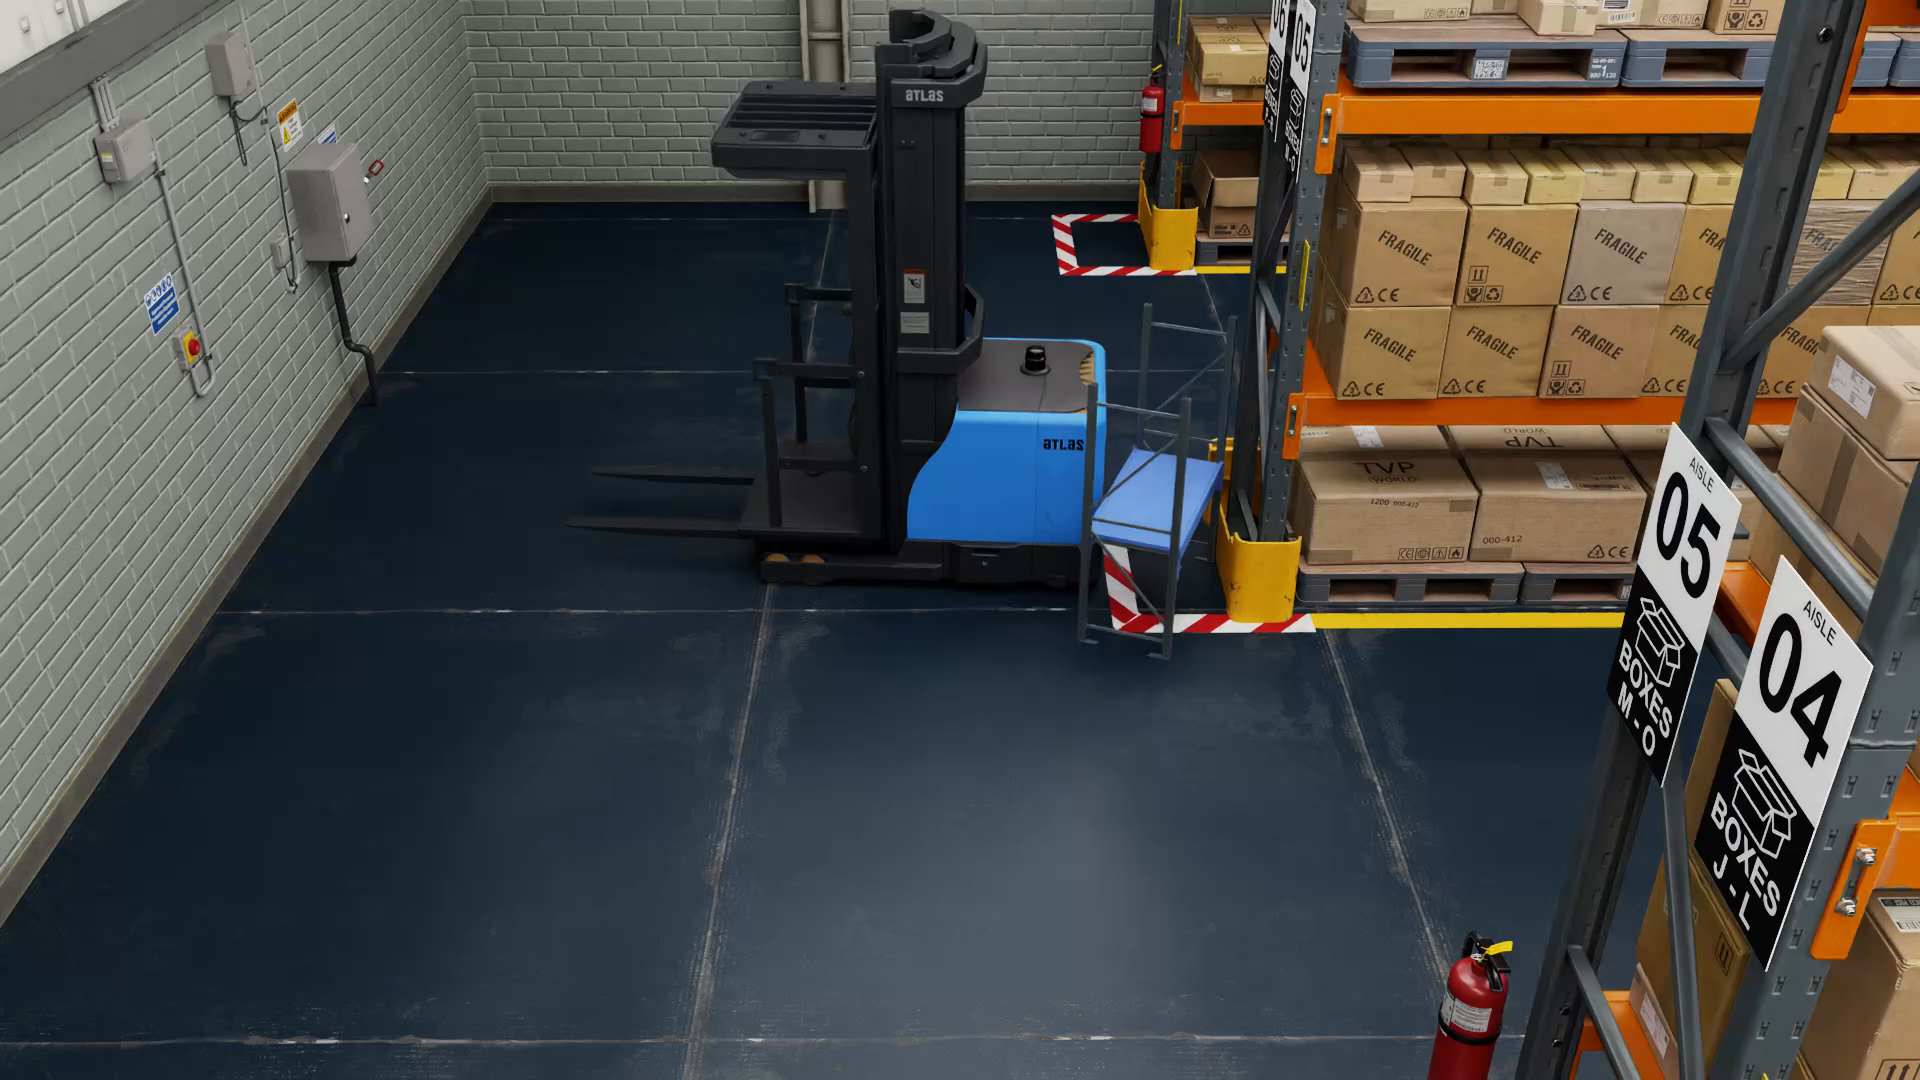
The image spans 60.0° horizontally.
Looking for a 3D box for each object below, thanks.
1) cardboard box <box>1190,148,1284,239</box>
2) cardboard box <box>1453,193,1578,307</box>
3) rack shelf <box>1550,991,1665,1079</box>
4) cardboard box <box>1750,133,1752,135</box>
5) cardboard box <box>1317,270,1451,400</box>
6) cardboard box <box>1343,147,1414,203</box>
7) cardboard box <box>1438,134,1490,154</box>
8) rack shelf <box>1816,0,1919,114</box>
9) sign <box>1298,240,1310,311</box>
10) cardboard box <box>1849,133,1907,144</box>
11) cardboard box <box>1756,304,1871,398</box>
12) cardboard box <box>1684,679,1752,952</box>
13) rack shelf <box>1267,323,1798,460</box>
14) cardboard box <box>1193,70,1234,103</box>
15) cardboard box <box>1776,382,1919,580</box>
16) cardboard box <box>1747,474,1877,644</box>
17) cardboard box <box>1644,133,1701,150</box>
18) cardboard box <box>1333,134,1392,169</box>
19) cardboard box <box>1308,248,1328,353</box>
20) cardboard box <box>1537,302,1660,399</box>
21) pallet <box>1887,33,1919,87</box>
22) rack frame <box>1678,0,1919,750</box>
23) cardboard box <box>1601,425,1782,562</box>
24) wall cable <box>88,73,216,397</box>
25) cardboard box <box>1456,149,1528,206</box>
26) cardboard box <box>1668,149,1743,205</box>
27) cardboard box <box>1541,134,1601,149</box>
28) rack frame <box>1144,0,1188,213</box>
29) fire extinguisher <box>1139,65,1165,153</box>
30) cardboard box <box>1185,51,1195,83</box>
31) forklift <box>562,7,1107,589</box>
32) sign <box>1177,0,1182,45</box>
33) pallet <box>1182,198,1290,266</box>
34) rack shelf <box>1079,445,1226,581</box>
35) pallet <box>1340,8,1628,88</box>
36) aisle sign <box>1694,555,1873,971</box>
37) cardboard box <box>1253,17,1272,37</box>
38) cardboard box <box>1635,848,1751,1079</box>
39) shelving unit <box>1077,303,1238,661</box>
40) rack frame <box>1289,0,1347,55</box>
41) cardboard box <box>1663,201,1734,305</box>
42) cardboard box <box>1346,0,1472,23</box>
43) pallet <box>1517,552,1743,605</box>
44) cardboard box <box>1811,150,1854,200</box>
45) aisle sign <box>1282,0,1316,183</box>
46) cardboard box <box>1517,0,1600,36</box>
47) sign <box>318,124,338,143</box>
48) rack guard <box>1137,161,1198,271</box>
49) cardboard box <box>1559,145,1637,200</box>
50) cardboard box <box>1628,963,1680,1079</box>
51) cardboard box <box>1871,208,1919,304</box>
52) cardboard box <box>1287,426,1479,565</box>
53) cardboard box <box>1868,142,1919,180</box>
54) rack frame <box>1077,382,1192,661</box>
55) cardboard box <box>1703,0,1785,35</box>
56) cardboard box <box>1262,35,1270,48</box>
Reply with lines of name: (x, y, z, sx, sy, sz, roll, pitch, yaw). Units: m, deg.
cardboard box: (2.216, -2.781, 13.334, 0.637, 0.503, 0.797, -1, 31, -2)
cardboard box: (2.635, -1.471, 8.111, 0.500, 0.500, 0.500, -1, 31, -2)
rack shelf: (3.768, 1.727, 4.595, 4.000, 0.370, 1.077, 0, 31, 0)
cardboard box: (4.043, -2.005, 8.367, 0.250, 0.149, 0.380, 0, 31, 0)
cardboard box: (2.119, -1.037, 8.360, 0.500, 0.500, 0.500, 0, 31, -1)
cardboard box: (1.994, -1.747, 7.941, 0.250, 0.149, 0.380, 0, 31, 1)
cardboard box: (2.506, -2.052, 8.444, 0.250, 0.149, 0.380, 0, 31, -1)
rack shelf: (3.768, -0.837, 3.039, 4.000, 0.370, 1.077, 0, 31, 0)
sign: (1.634, -1.258, 7.910, 0.005, 0.325, 0.100, 0, 31, 0)
cardboard box: (4.559, -2.035, 8.415, 0.250, 0.149, 0.380, 0, 31, -1)
cardboard box: (4.158, -1.049, 8.380, 0.500, 0.500, 0.500, -1, 31, -1)
cardboard box: (2.224, 0.698, 4.250, 0.500, 0.500, 0.500, -1, 31, -1)
rack shelf: (3.637, -0.840, 8.826, 4.000, 0.370, 1.077, 0, 31, 0)
cardboard box: (1.934, -3.468, 12.705, 0.250, 0.149, 0.380, 0, 31, -1)
cardboard box: (2.227, -0.140, 3.749, 0.500, 0.250, 0.500, -1, 31, -2)
cardboard box: (2.221, 0.069, 3.887, 0.500, 0.250, 0.500, -1, 31, -1)
cardboard box: (3.533, -2.018, 8.387, 0.250, 0.149, 0.380, 1, 31, 1)
cardboard box: (1.995, -1.994, 8.349, 0.250, 0.149, 0.380, 0, 31, 0)
cardboard box: (2.118, -1.323, 8.832, 0.500, 0.500, 0.500, 0, 31, 0)
cardboard box: (3.133, -1.045, 8.374, 0.500, 0.500, 0.500, 0, 31, -1)
pallet: (4.819, -2.402, 7.899, 1.213, 0.211, 1.003, 0, 31, 0)
rack frame: (1.768, -1.139, 2.842, 0.127, 3.000, 1.000, 0, 31, 0)
cardboard box: (4.113, -0.289, 9.289, 0.875, 0.438, 0.875, -1, 31, -2)
wall cable: (-4.001, -1.560, 8.308, 0.123, 1.953, 0.585, 0, 31, 0)
cardboard box: (2.516, -1.726, 7.906, 0.250, 0.149, 0.380, 1, 31, 1)
cardboard box: (3.545, -1.730, 7.913, 0.250, 0.149, 0.380, -1, 31, -1)
cardboard box: (3.020, -1.996, 8.351, 0.250, 0.149, 0.380, 0, 31, -1)
rack frame: (1.603, -3.716, 12.873, 0.127, 3.000, 1.000, 0, 31, 0)
fire extinguisher: (1.459, -3.284, 12.594, 0.183, 0.674, 0.296, 0, 31, 0)
cardboard box: (1.933, -3.749, 13.169, 0.250, 0.149, 0.380, -1, 31, -1)
forklift: (-0.706, -1.273, 8.912, 3.031, 2.935, 1.130, 2, 31, 3)
sign: (1.607, -3.805, 12.184, 0.005, 0.325, 0.100, 0, 31, 0)
pallet: (2.477, -2.527, 13.601, 1.213, 0.211, 1.003, 0, 31, 0)
rack shelf: (1.032, -0.161, 8.806, 0.538, 0.185, 1.000, 11, 33, 17)
pallet: (2.379, -2.394, 7.887, 1.213, 0.211, 1.003, 0, 31, 0)
aisle sign: (1.697, 0.470, 3.467, 0.004, 0.787, 0.394, 0, 31, 0)
cardboard box: (2.577, -3.920, 13.065, 0.500, 0.250, 0.500, 0, 31, 0)
cardboard box: (2.216, 1.121, 4.517, 0.500, 0.500, 0.500, 0, 31, 1)
shelving unit: (1.032, -0.315, 8.712, 0.538, 1.500, 1.048, 11, 33, 17)
rack frame: (1.637, -3.707, 7.073, 0.127, 3.000, 1.000, 0, 31, 0)
cardboard box: (3.649, -1.479, 8.124, 0.500, 0.500, 0.500, 0, 31, 0)
cardboard box: (2.086, -2.630, 7.834, 0.500, 0.250, 0.500, -3, 31, -5)
pallet: (3.653, 0.005, 9.427, 1.213, 0.211, 1.003, 0, 31, 0)
cardboard box: (4.052, -1.765, 7.970, 0.250, 0.149, 0.380, -1, 31, -1)
aisle sign: (1.567, -2.103, 7.707, 0.004, 0.787, 0.394, 0, 31, 0)
cardboard box: (2.726, -2.423, 7.590, 0.250, 0.149, 0.380, 1, 31, 2)
sign: (-4.078, -2.417, 10.823, 0.001, 0.494, 0.329, 0, 31, 0)
rack guard: (1.679, -2.648, 13.522, 0.348, 0.500, 1.175, 0, 31, 0)
cardboard box: (3.041, -1.764, 7.970, 0.250, 0.149, 0.380, 0, 31, 0)
cardboard box: (2.092, 1.385, 4.706, 0.250, 0.149, 0.380, 0, 31, 0)
cardboard box: (4.659, -1.482, 8.130, 0.500, 0.500, 0.500, -1, 31, -1)
cardboard box: (2.296, -0.280, 9.274, 0.875, 0.438, 0.875, -1, 31, -2)
cardboard box: (4.564, -1.785, 8.004, 0.250, 0.149, 0.380, 0, 31, -1)
rack frame: (0.854, -0.068, 8.305, 0.500, 1.500, 0.032, 11, 33, 17)
cardboard box: (3.654, -2.618, 7.572, 0.500, 0.500, 0.500, 0, 31, 1)
cardboard box: (2.563, -3.643, 12.609, 0.500, 0.250, 0.500, 0, 31, 0)
